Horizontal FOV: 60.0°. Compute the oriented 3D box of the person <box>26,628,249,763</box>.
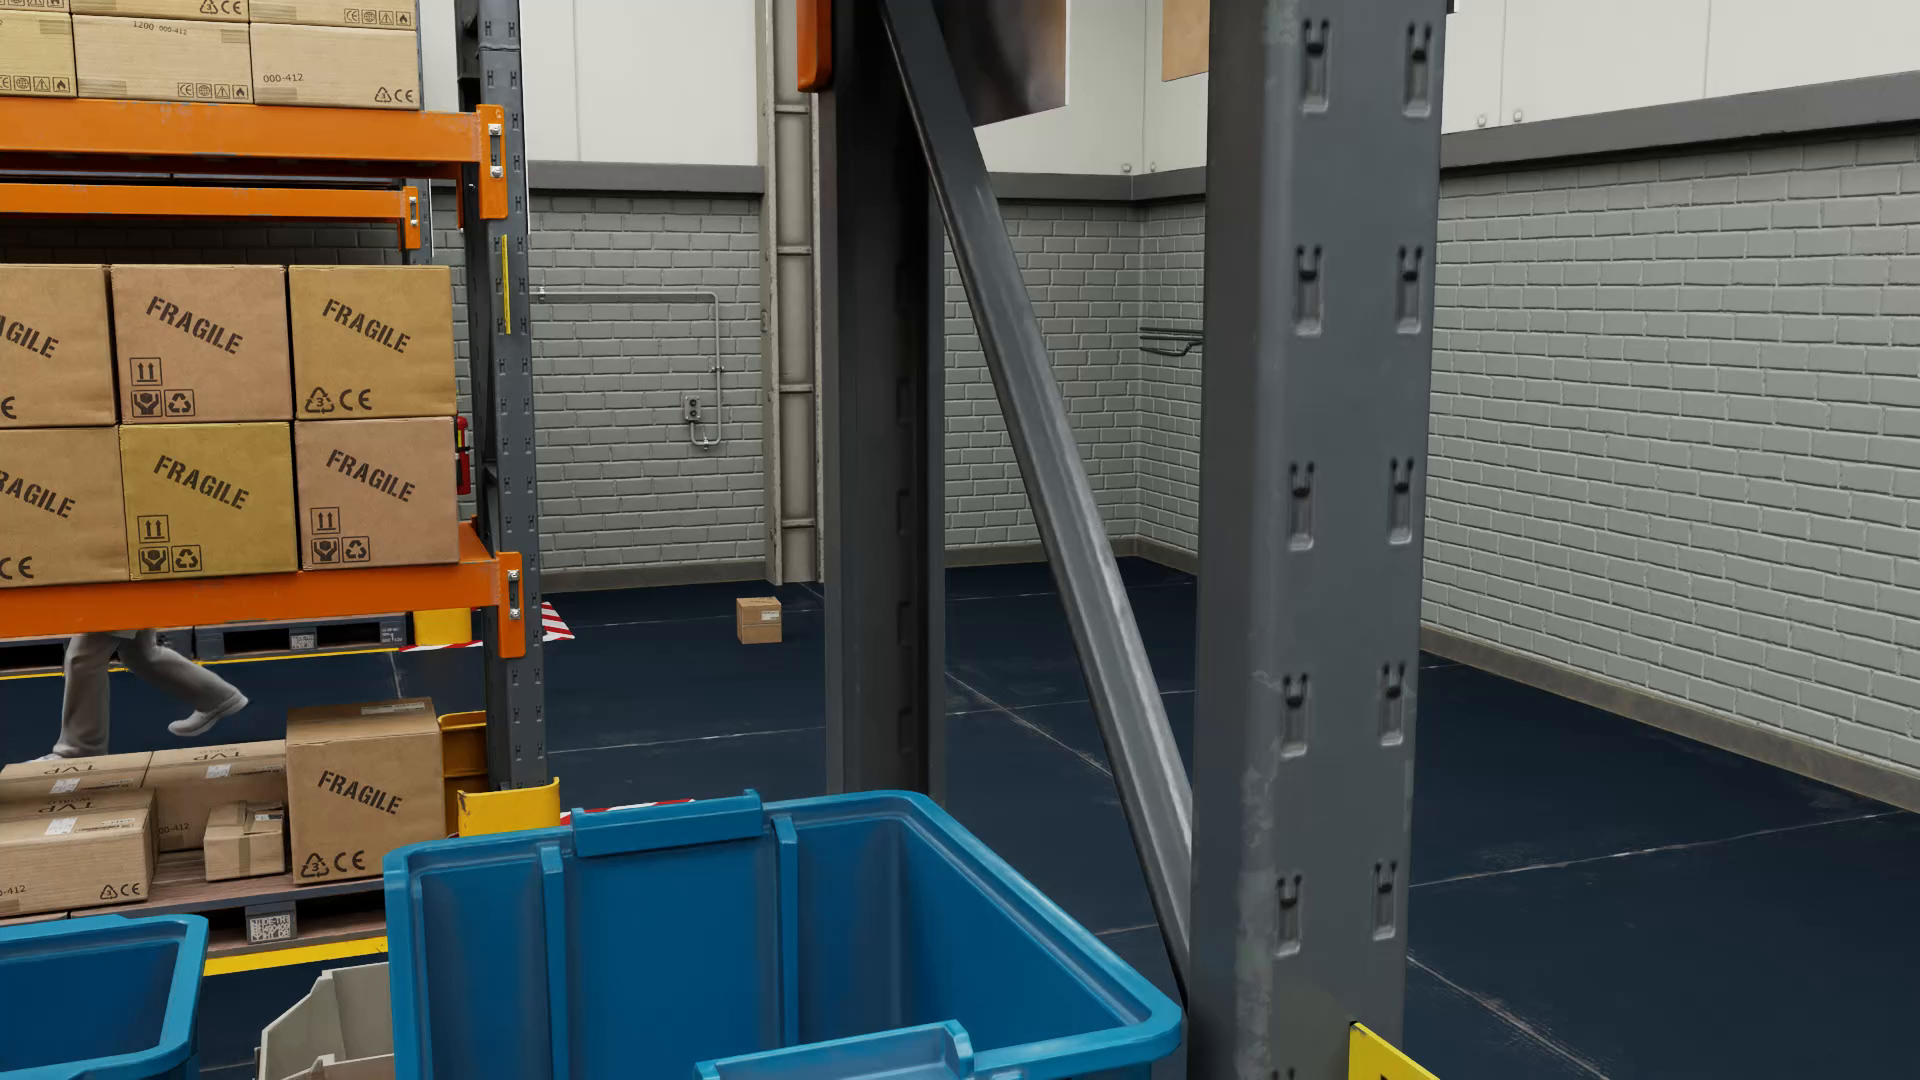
[{"bbox_3d":[-3.868,0.181,7.708,1.046,1.740,0.575,-7,11,-39],"label":"person"}]
